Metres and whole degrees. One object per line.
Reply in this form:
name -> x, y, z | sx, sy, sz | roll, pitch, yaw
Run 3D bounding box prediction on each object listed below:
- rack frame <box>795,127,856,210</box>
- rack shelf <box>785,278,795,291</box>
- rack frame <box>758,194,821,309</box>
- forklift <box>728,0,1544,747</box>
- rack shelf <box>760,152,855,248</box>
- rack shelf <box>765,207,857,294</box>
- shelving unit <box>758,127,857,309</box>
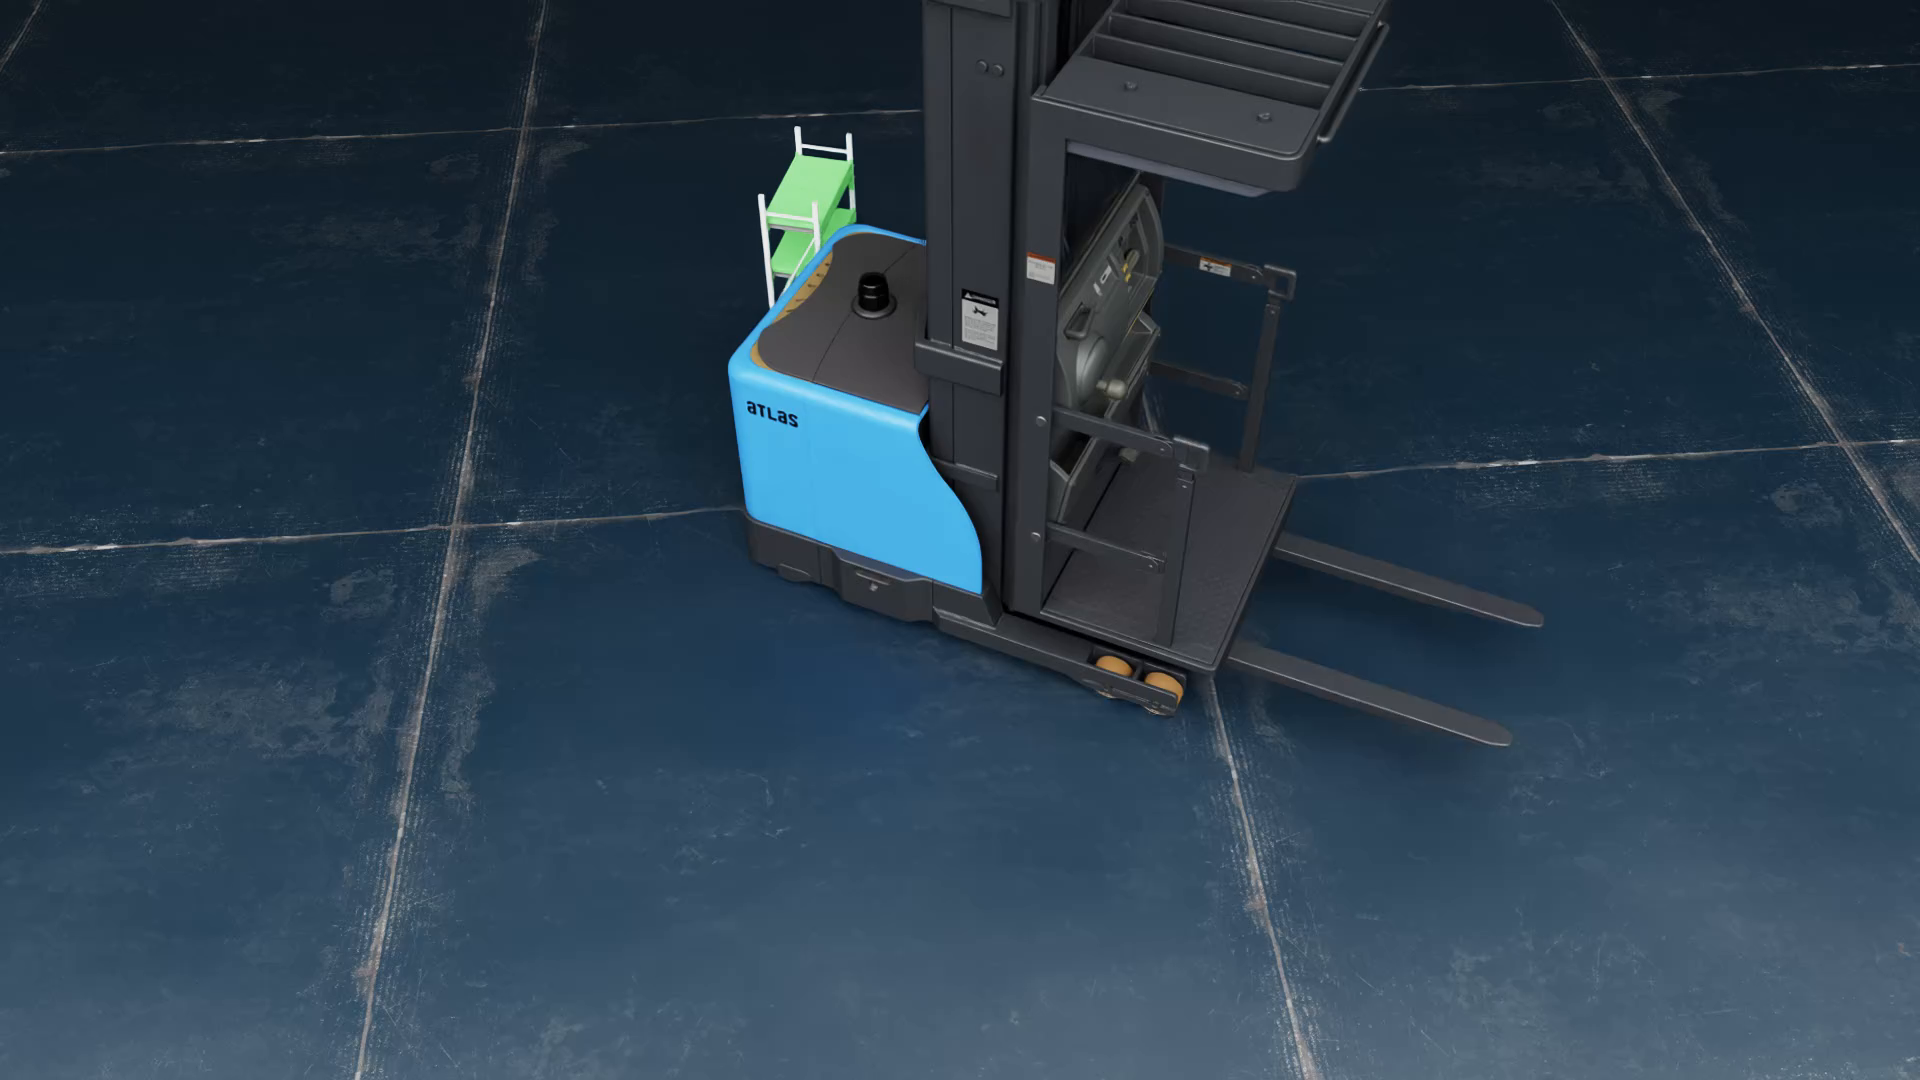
rack frame -> -0.562, -1.264, 7.258 | 0.240, 1.200, 0.015 | 10, 47, 9
rack shelf -> -0.617, -1.048, 7.141 | 0.258, 0.148, 0.480 | 10, 47, 9
rack frame -> -0.672, -0.919, 6.931 | 0.240, 1.200, 0.015 | 10, 47, 9
forklift -> 0.699, -0.793, 5.618 | 3.031, 2.935, 1.130 | 18, 49, 16
rack shelf -> -0.617, -1.378, 6.792 | 0.258, 0.148, 0.480 | 10, 47, 9
rack shelf -> -0.617, -1.213, 6.966 | 0.258, 0.148, 0.480 | 10, 47, 9
shelving unit -> -0.617, -1.092, 7.094 | 0.258, 1.200, 0.503 | 10, 47, 9
